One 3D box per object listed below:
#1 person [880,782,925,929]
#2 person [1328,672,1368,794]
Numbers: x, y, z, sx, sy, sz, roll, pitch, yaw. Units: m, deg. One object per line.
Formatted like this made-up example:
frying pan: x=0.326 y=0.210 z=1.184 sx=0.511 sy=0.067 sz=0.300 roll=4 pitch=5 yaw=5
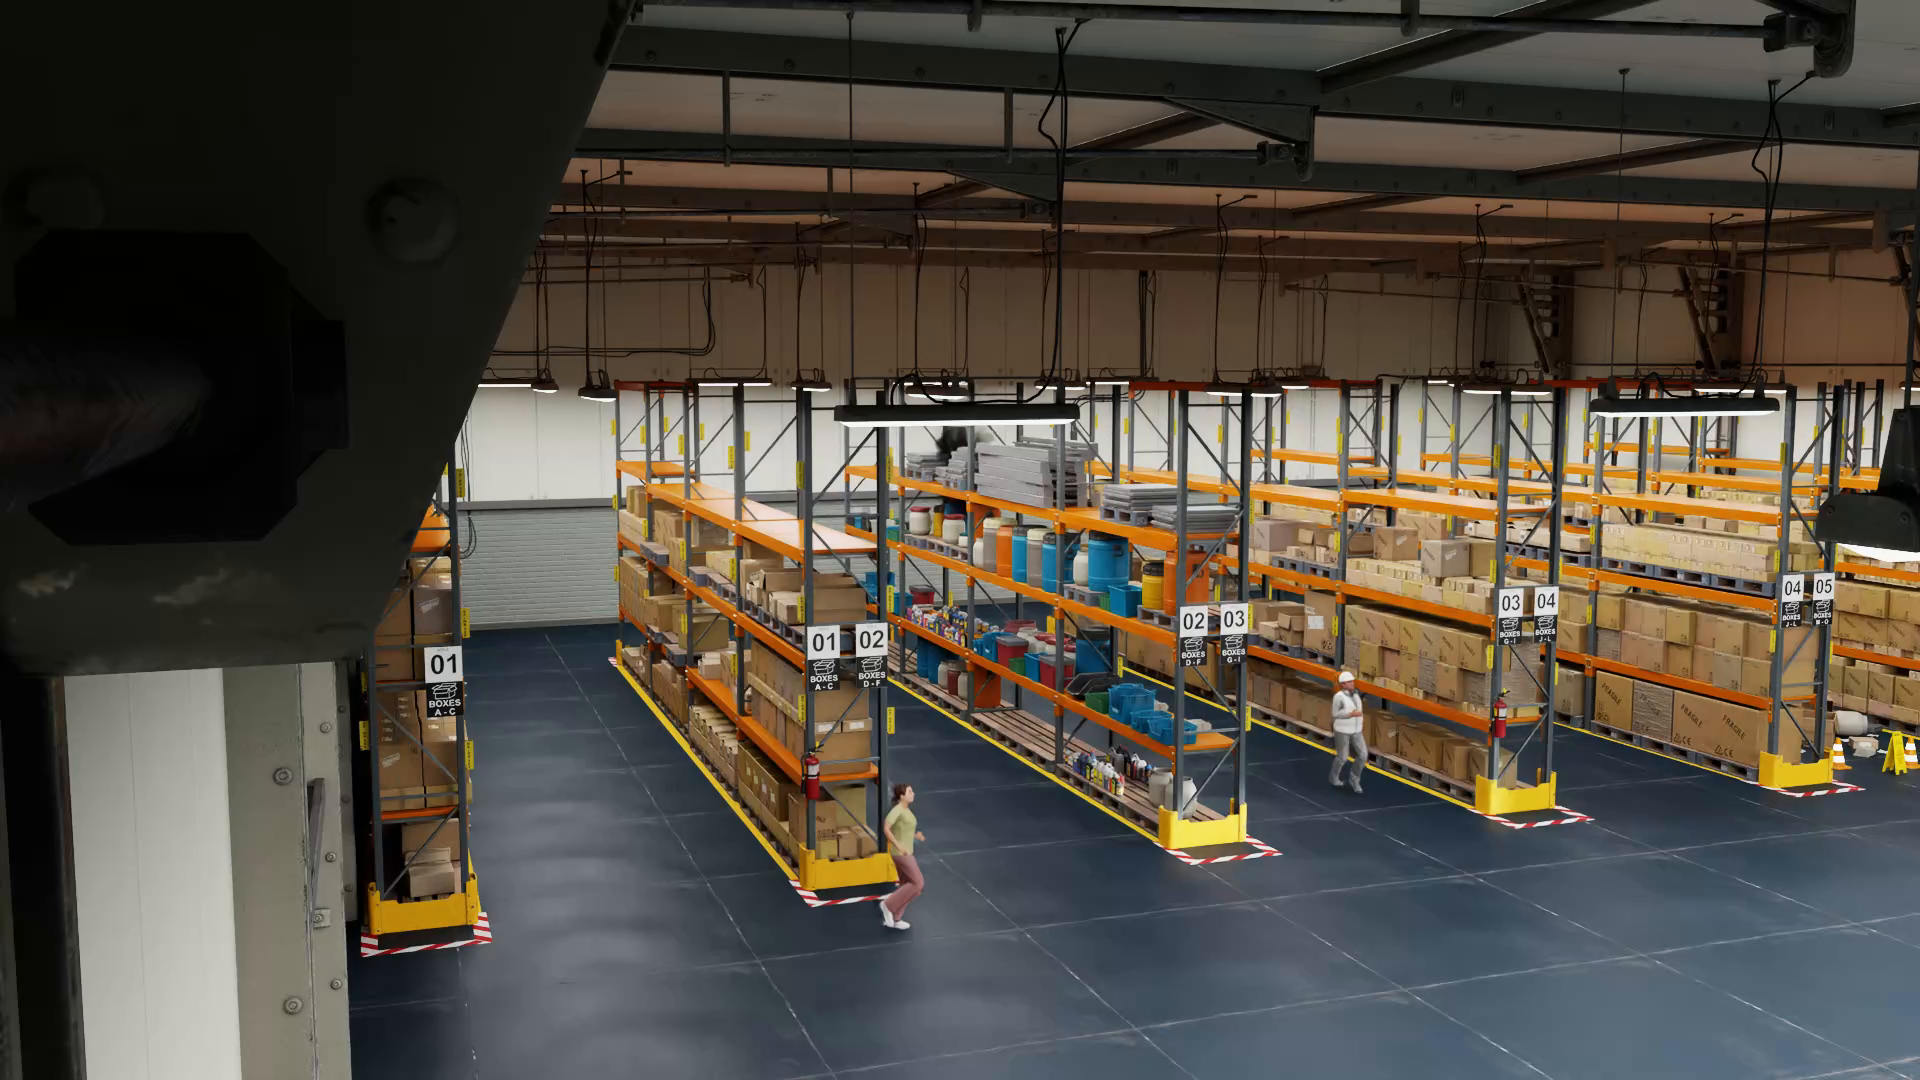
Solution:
person: x=-0.639 y=3.539 z=18.787 sx=0.495 sy=1.623 sz=0.588 roll=1 pitch=6 yaw=5
person: x=5.765 y=2.854 z=24.633 sx=0.637 sy=1.814 sz=0.711 roll=-3 pitch=7 yaw=-27
